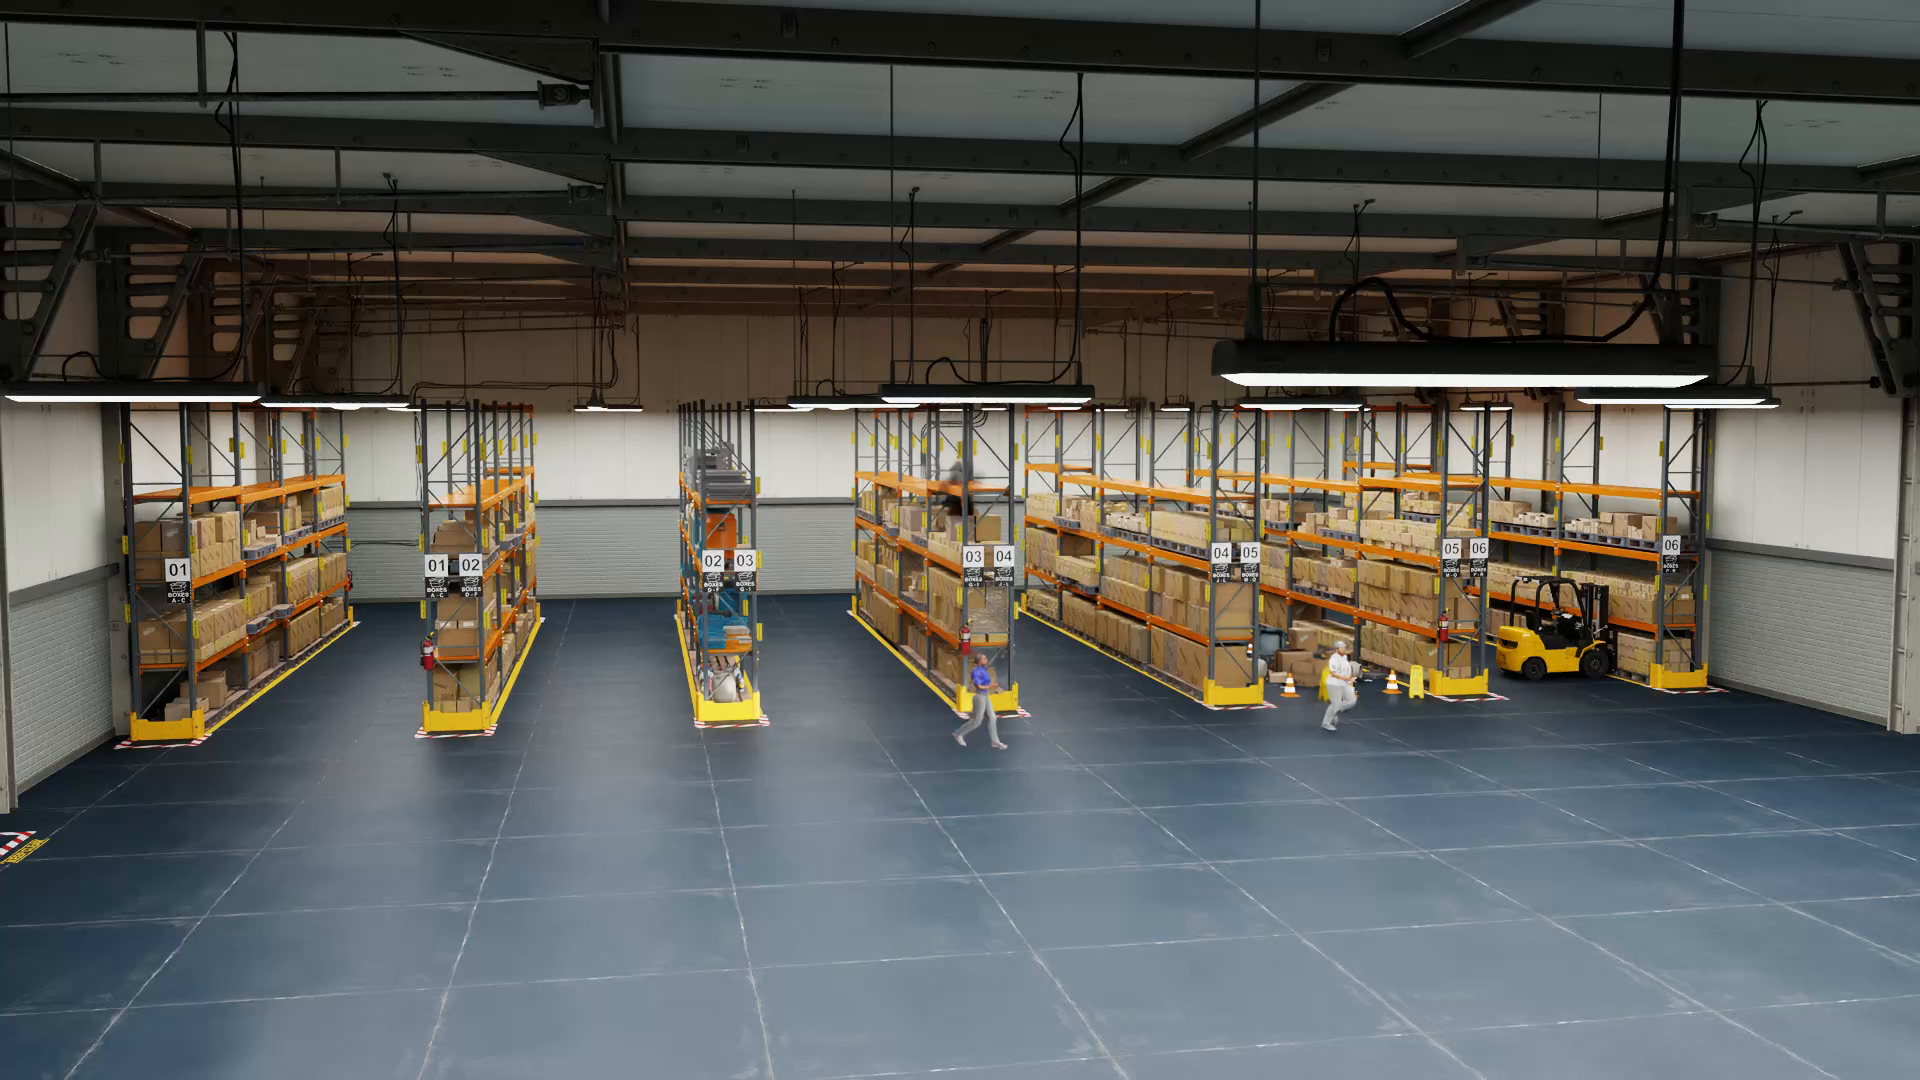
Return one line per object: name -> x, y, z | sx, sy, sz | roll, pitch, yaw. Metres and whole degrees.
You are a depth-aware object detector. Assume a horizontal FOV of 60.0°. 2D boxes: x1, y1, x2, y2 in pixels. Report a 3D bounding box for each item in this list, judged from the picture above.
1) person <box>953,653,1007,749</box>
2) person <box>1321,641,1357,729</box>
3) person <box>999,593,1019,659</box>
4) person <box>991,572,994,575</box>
person -> 0.348, 2.743, 28.398 | 0.927, 1.628, 0.584 | 1, 4, 14
person -> 6.912, 2.636, 30.194 | 0.626, 1.623, 0.668 | -4, 6, -44
person -> 1.032, 1.867, 39.288 | 0.666, 1.839, 0.867 | -1, 4, -14
person -> 1.073, 1.428, 45.729 | 0.583, 1.752, 0.746 | -1, 4, -10
